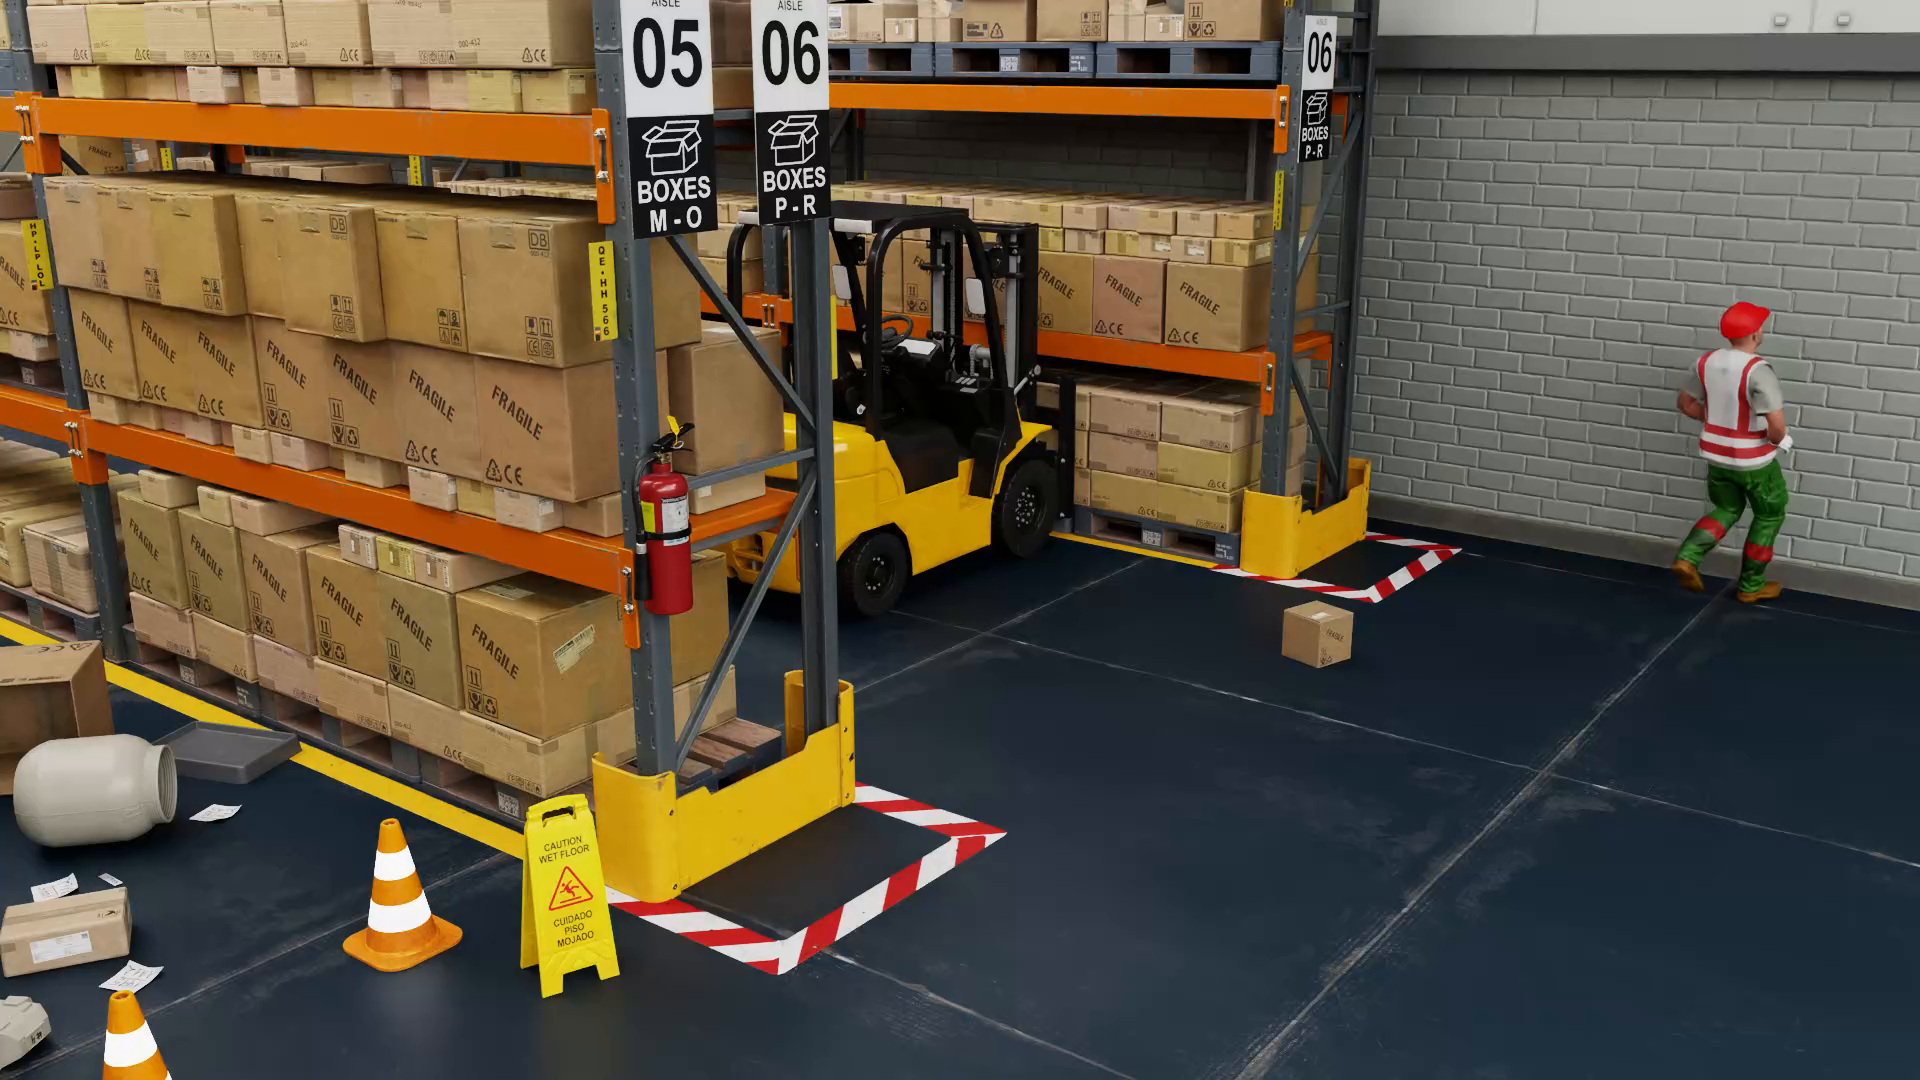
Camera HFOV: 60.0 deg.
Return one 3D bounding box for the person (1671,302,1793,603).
[{"bbox_3d":[4.372,-0.471,9.201,0.713,1.724,0.680,-8,18,-25],"label":"person"}]
